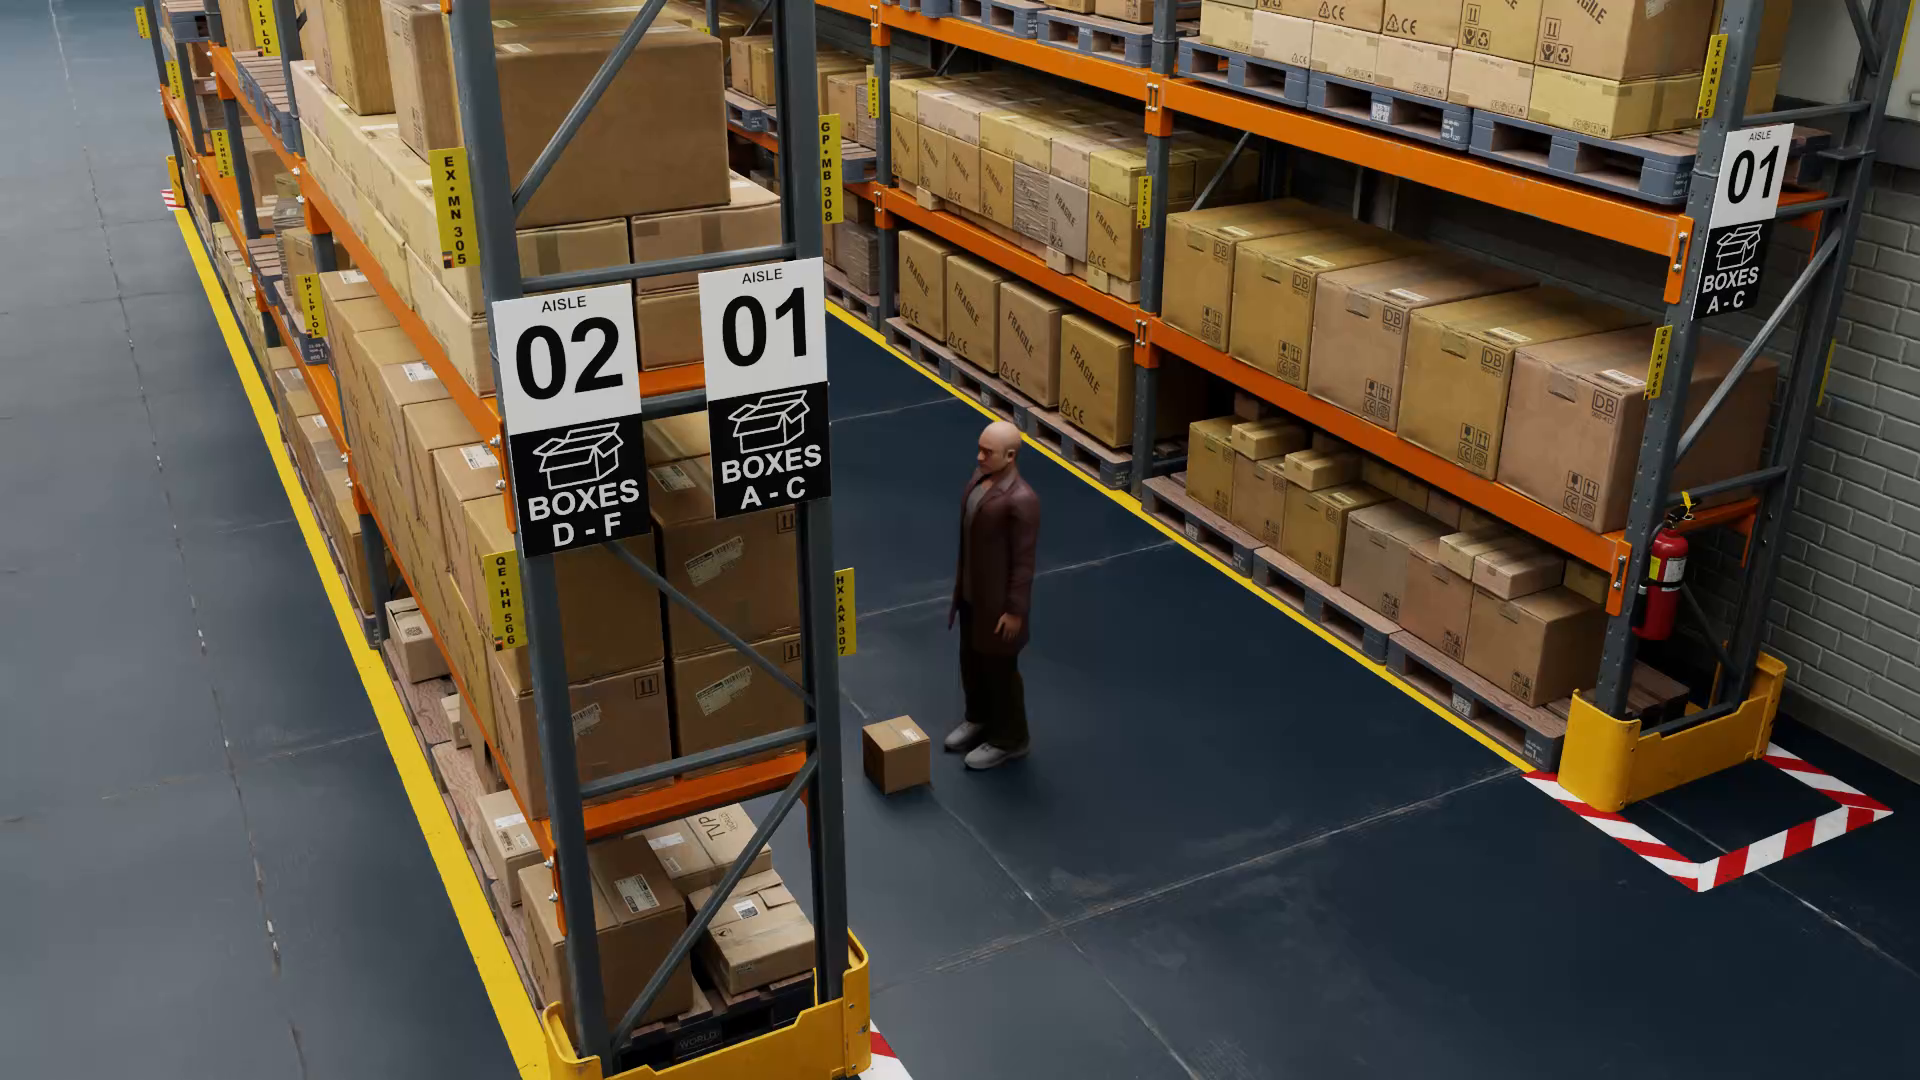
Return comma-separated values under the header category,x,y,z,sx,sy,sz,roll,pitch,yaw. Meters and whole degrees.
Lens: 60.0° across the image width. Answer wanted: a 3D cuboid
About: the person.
category,x,y,z,sx,sy,sz,roll,pitch,yaw
person,0.147,0.272,8.051,0.383,1.783,0.574,-12,28,-23
